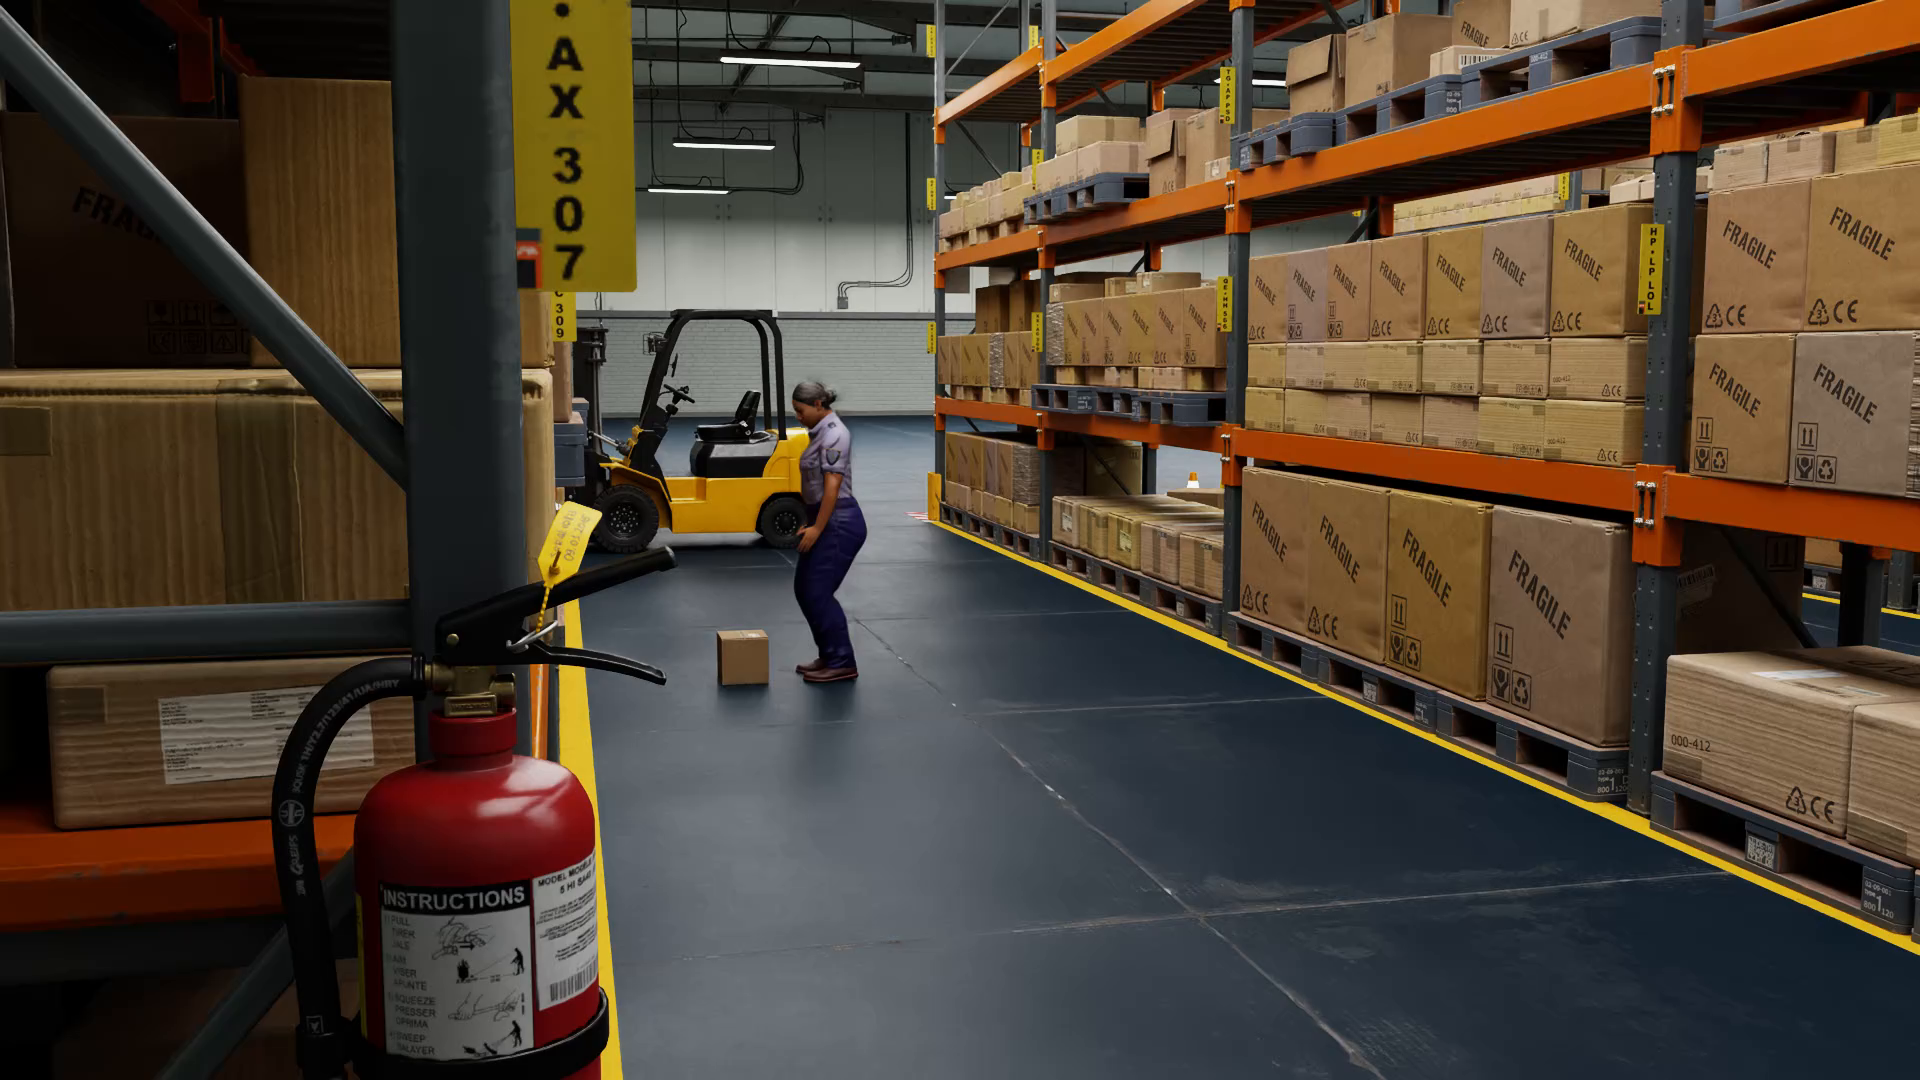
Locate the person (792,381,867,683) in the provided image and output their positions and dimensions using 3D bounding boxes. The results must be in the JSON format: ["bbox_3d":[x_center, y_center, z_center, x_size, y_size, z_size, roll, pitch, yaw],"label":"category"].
[{"bbox_3d":[-0.705,-0.048,8.940,0.397,1.607,0.496,-1,6,-12],"label":"person"}]
